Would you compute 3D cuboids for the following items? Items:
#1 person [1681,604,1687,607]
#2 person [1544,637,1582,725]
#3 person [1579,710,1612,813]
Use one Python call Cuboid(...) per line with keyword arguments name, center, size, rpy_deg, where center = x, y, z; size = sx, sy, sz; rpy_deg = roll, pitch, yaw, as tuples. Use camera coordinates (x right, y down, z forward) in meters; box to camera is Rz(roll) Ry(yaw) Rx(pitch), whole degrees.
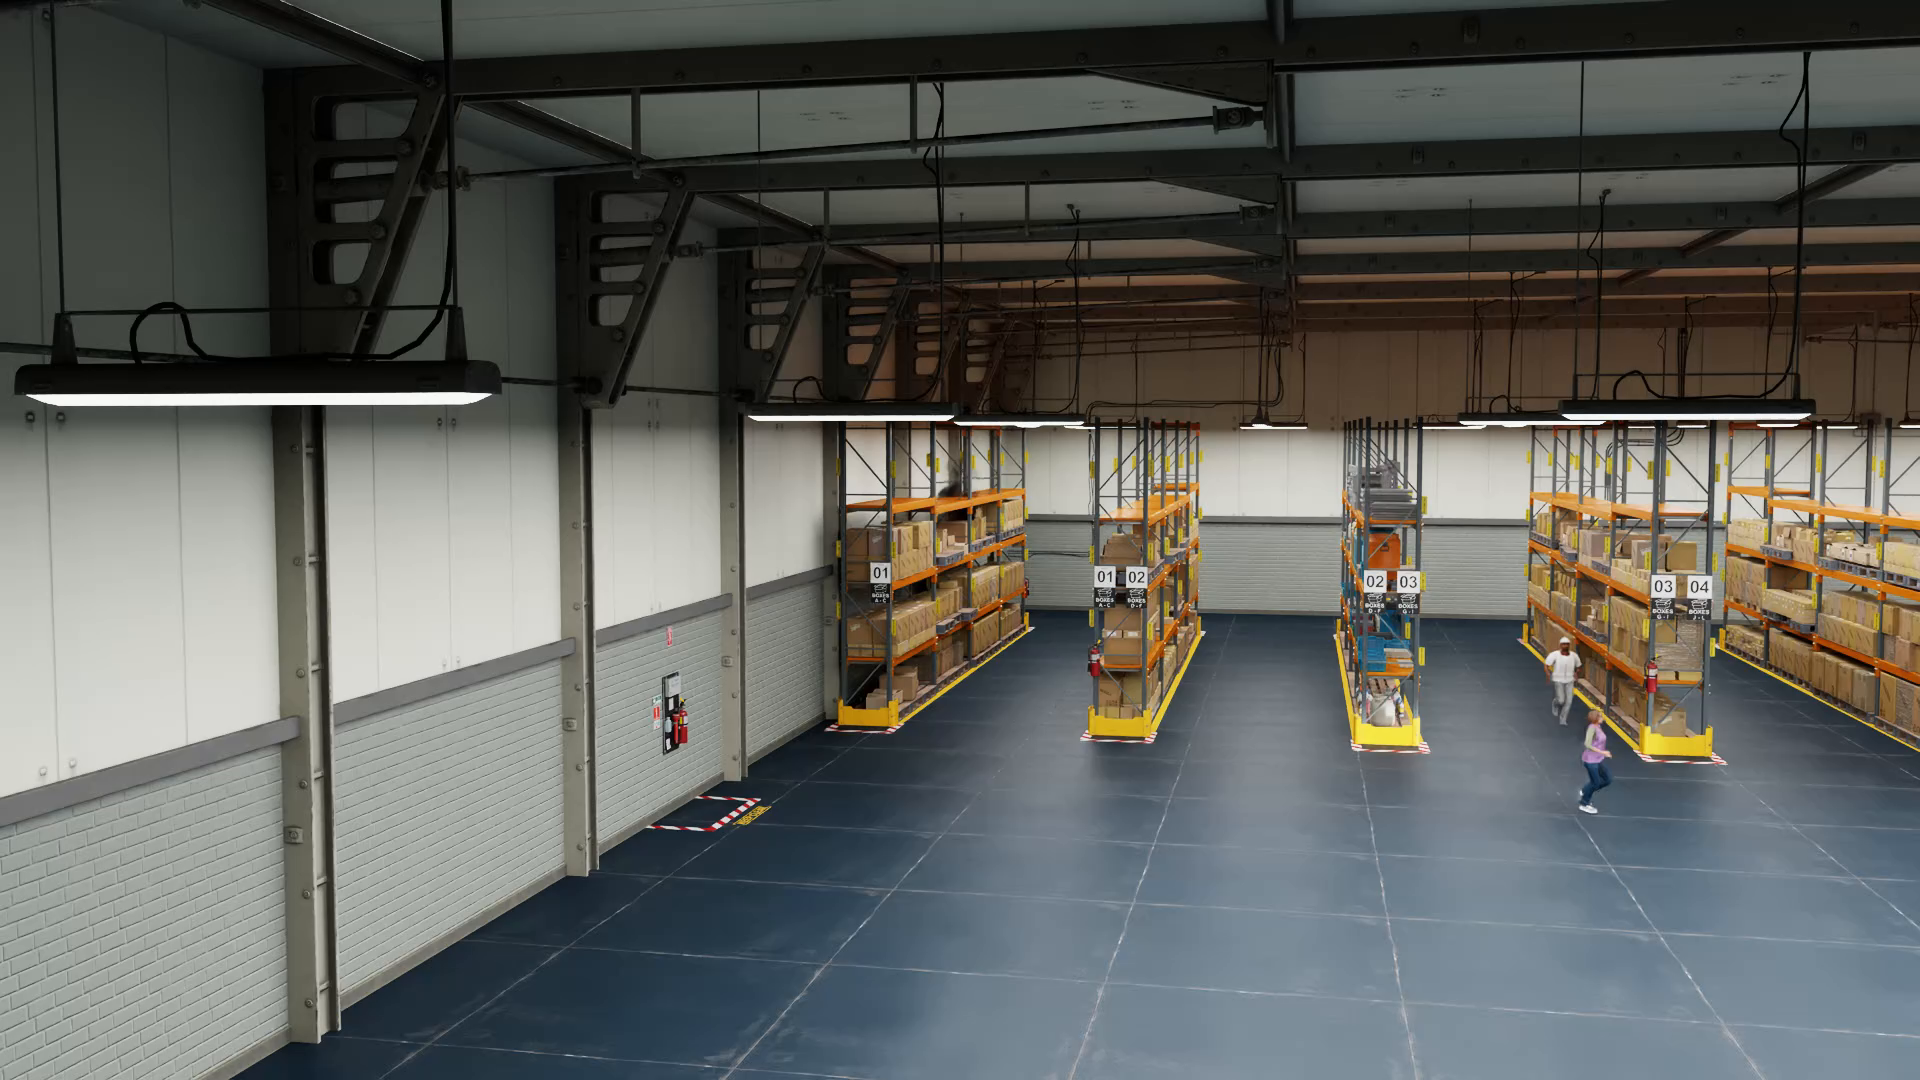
Cuboid(name="person", center=(18.773, 2.056, 43.253), size=(0.686, 1.732, 0.937), rpy_deg=(1, 4, 19))
Cuboid(name="person", center=(11.806, 2.756, 32.511), size=(0.701, 1.715, 0.587), rpy_deg=(0, 4, 7))
Cuboid(name="person", center=(9.541, 3.319, 24.937), size=(0.517, 1.565, 0.541), rpy_deg=(3, 5, 39))
